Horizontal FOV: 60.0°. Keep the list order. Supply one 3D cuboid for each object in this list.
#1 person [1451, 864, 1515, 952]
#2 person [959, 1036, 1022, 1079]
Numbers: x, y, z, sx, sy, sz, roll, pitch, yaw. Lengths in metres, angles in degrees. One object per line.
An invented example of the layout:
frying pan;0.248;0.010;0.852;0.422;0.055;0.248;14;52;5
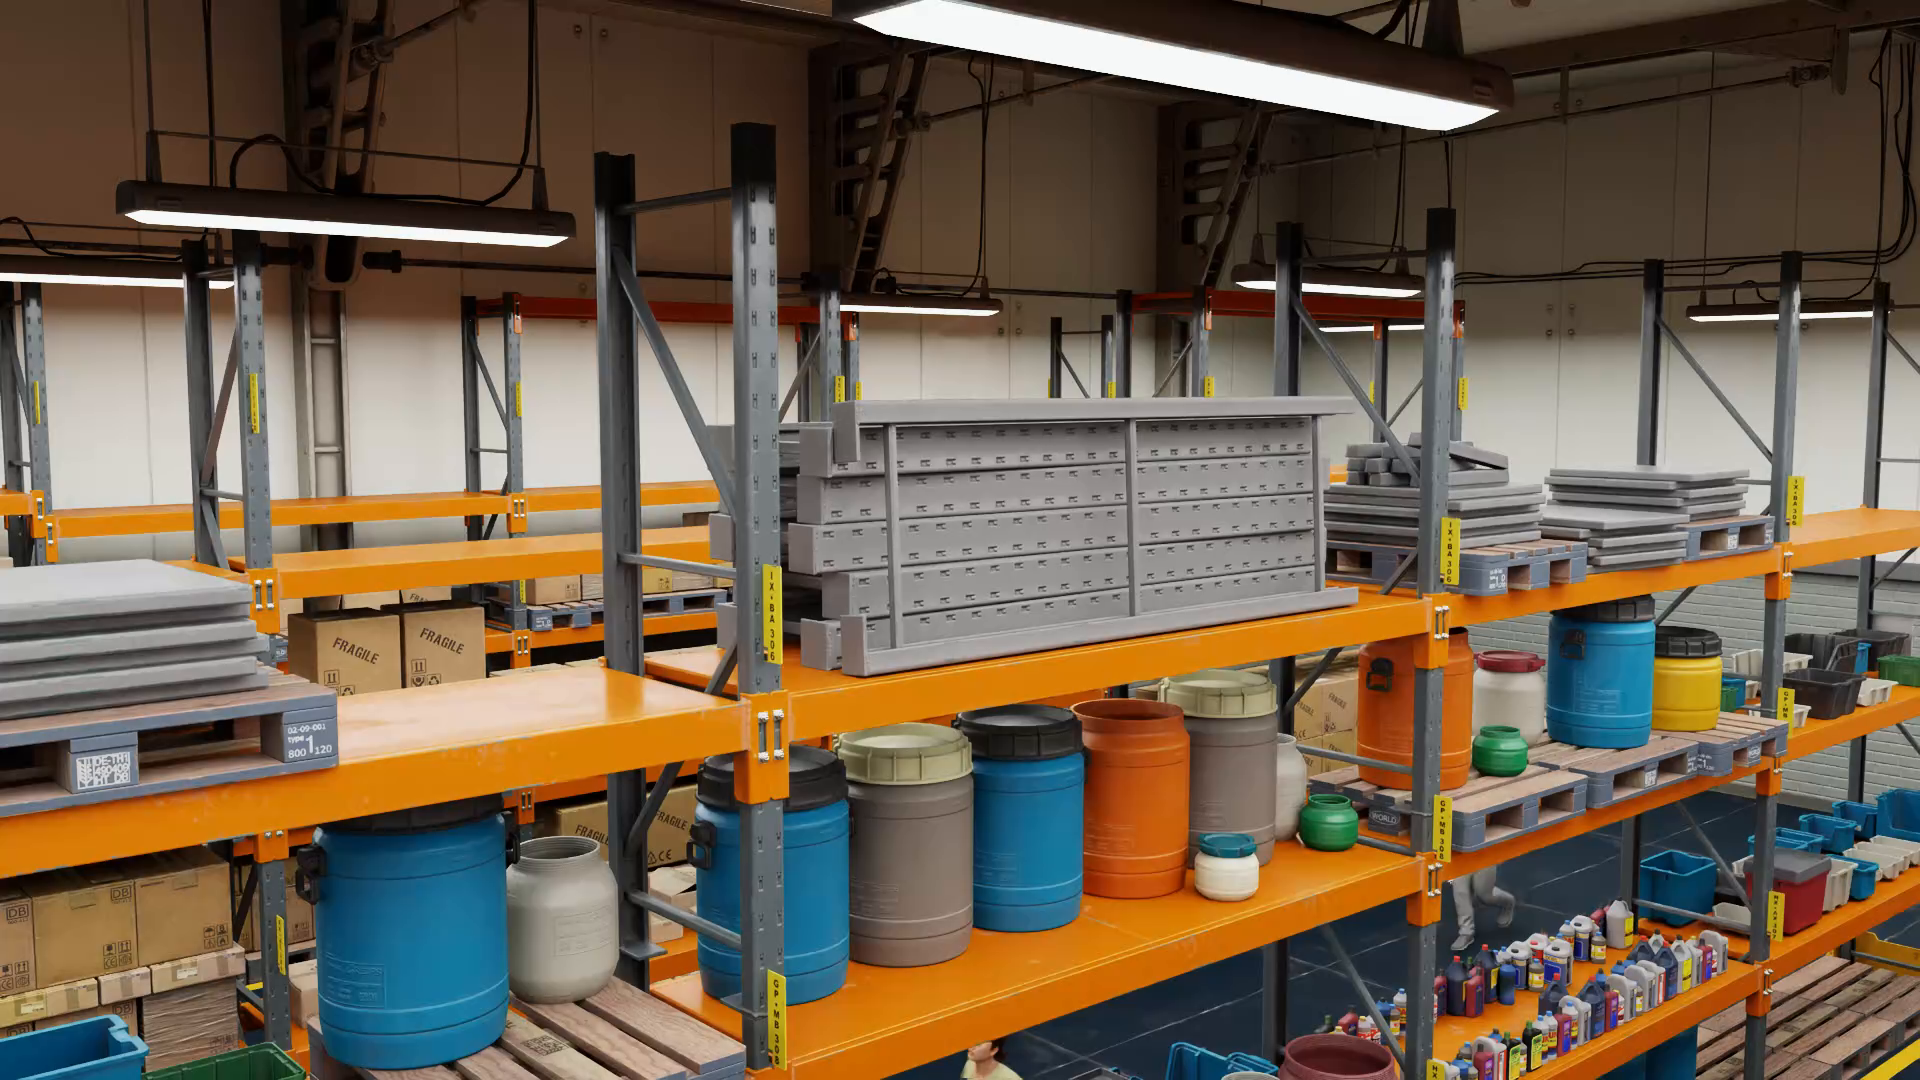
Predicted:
person;4.773;2.850;15.372;0.668;1.785;0.819;5;7;42
person;0.181;3.490;9.382;0.640;1.610;0.606;-5;7;-43
